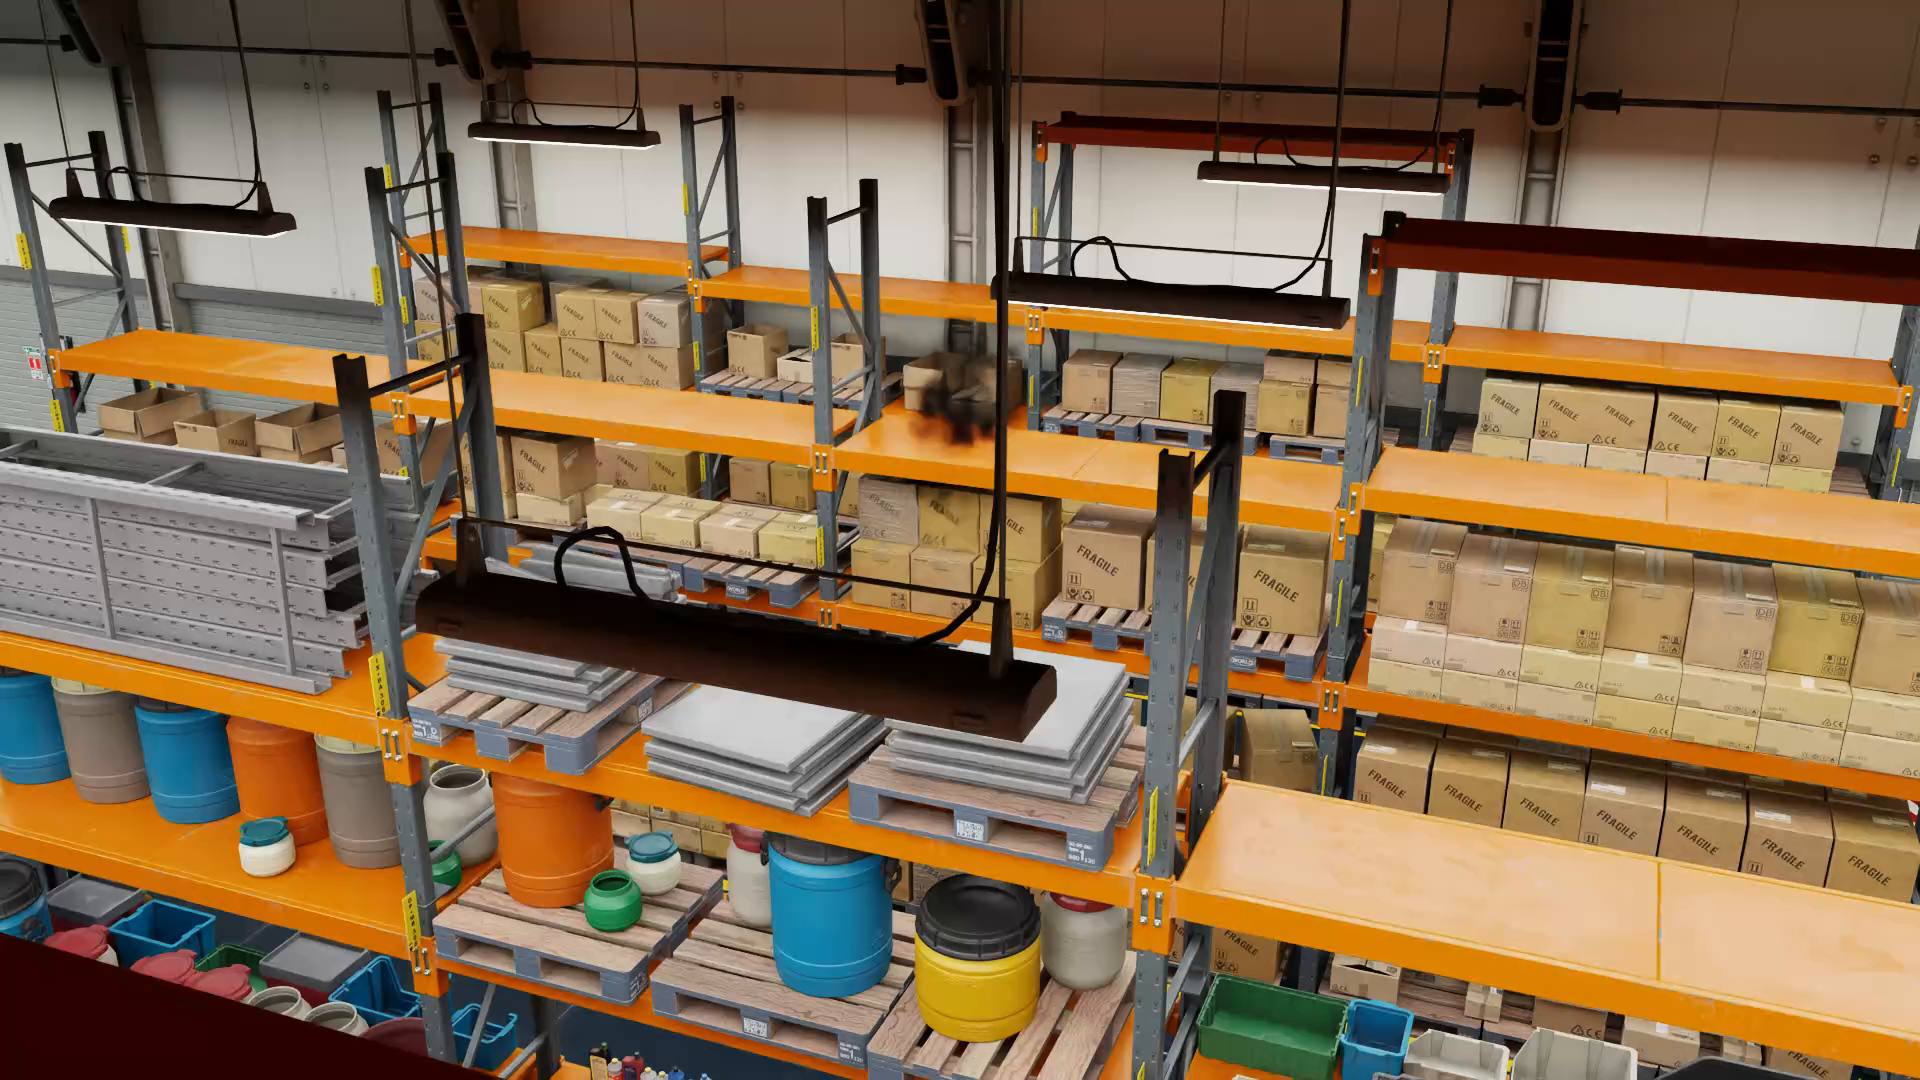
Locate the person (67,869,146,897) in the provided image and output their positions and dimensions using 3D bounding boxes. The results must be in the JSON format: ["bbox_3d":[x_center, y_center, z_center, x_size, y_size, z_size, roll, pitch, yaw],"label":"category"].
[{"bbox_3d":[-7.087,2.451,13.511,0.745,1.749,0.667,7,22,18],"label":"person"}]
